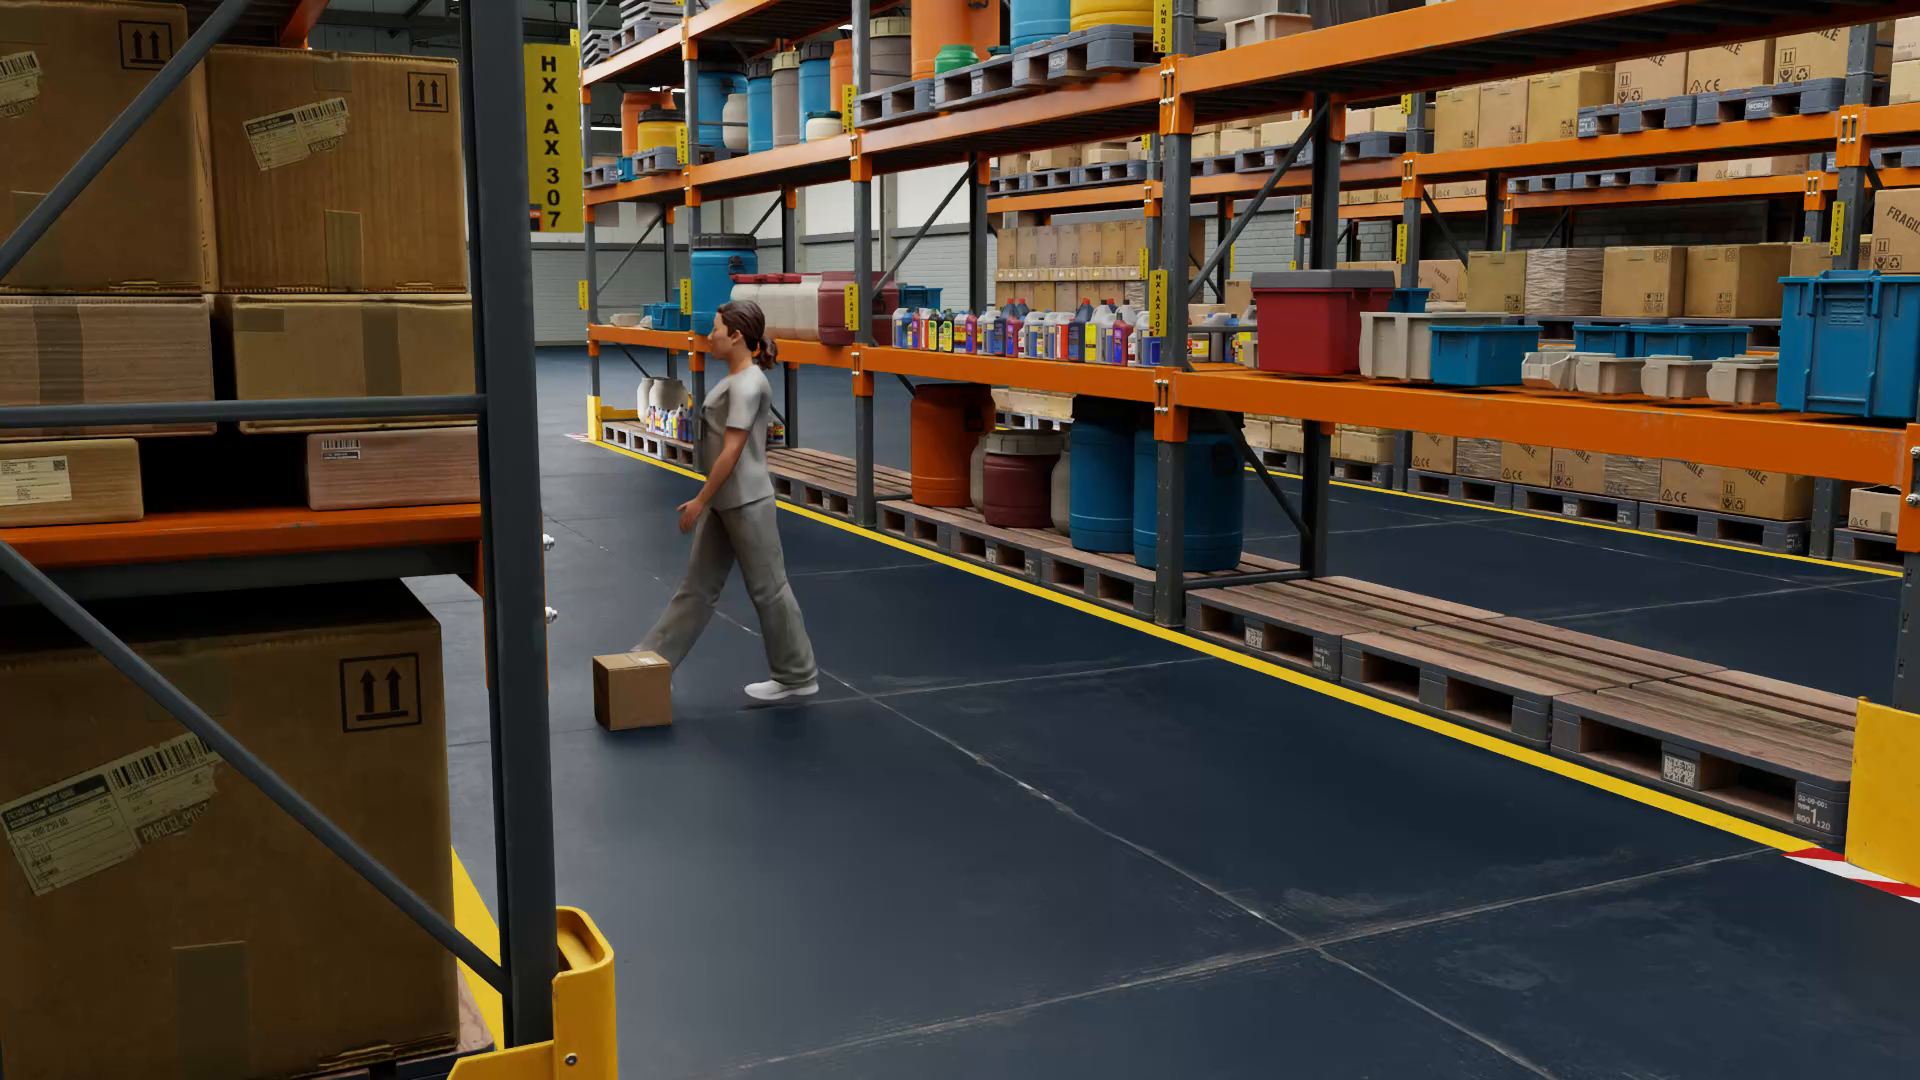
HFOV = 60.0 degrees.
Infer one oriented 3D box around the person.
[{"bbox_3d":[-1.019,-0.140,6.691,0.904,1.640,0.454,-3,9,-17],"label":"person"}]
